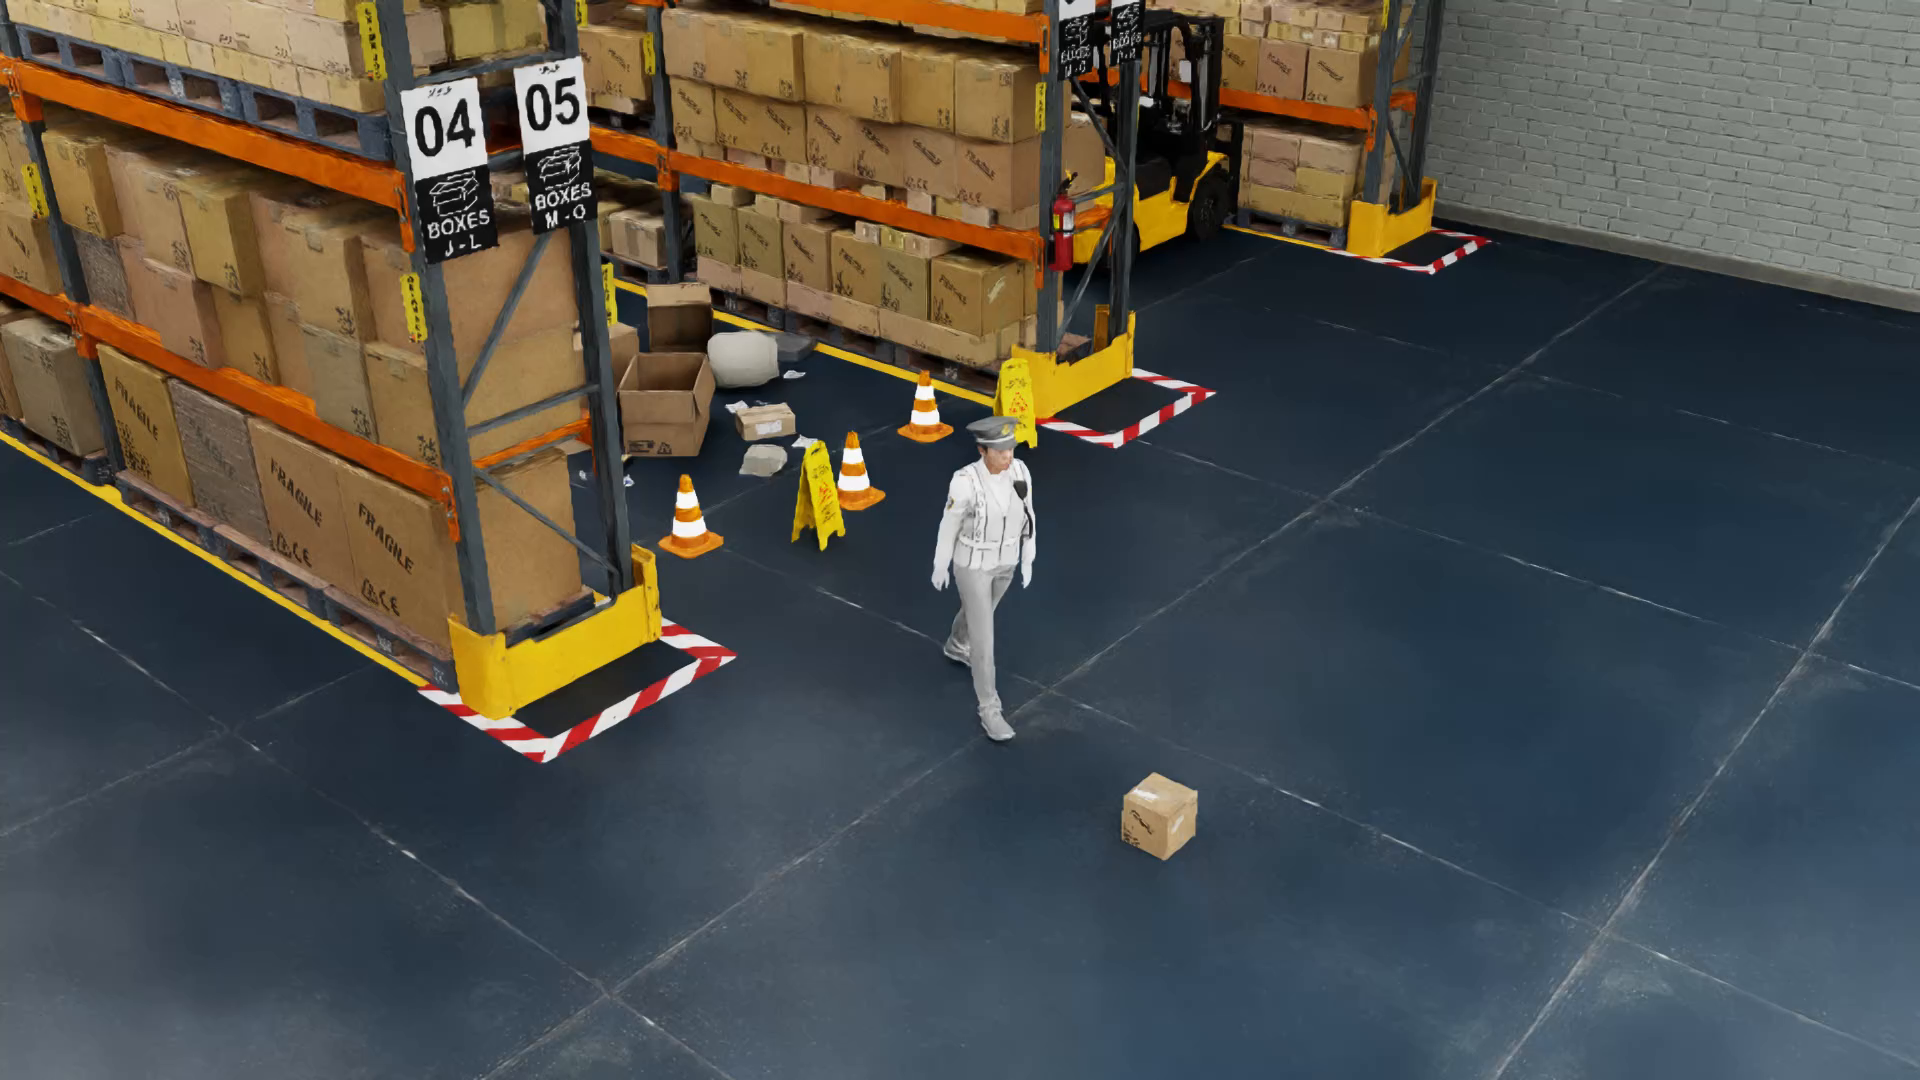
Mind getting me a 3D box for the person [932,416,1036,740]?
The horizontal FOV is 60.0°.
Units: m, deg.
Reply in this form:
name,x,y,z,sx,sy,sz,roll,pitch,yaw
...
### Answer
name,x,y,z,sx,sy,sz,roll,pitch,yaw
person,0.151,0.107,8.419,0.520,1.636,0.923,-16,31,-27
